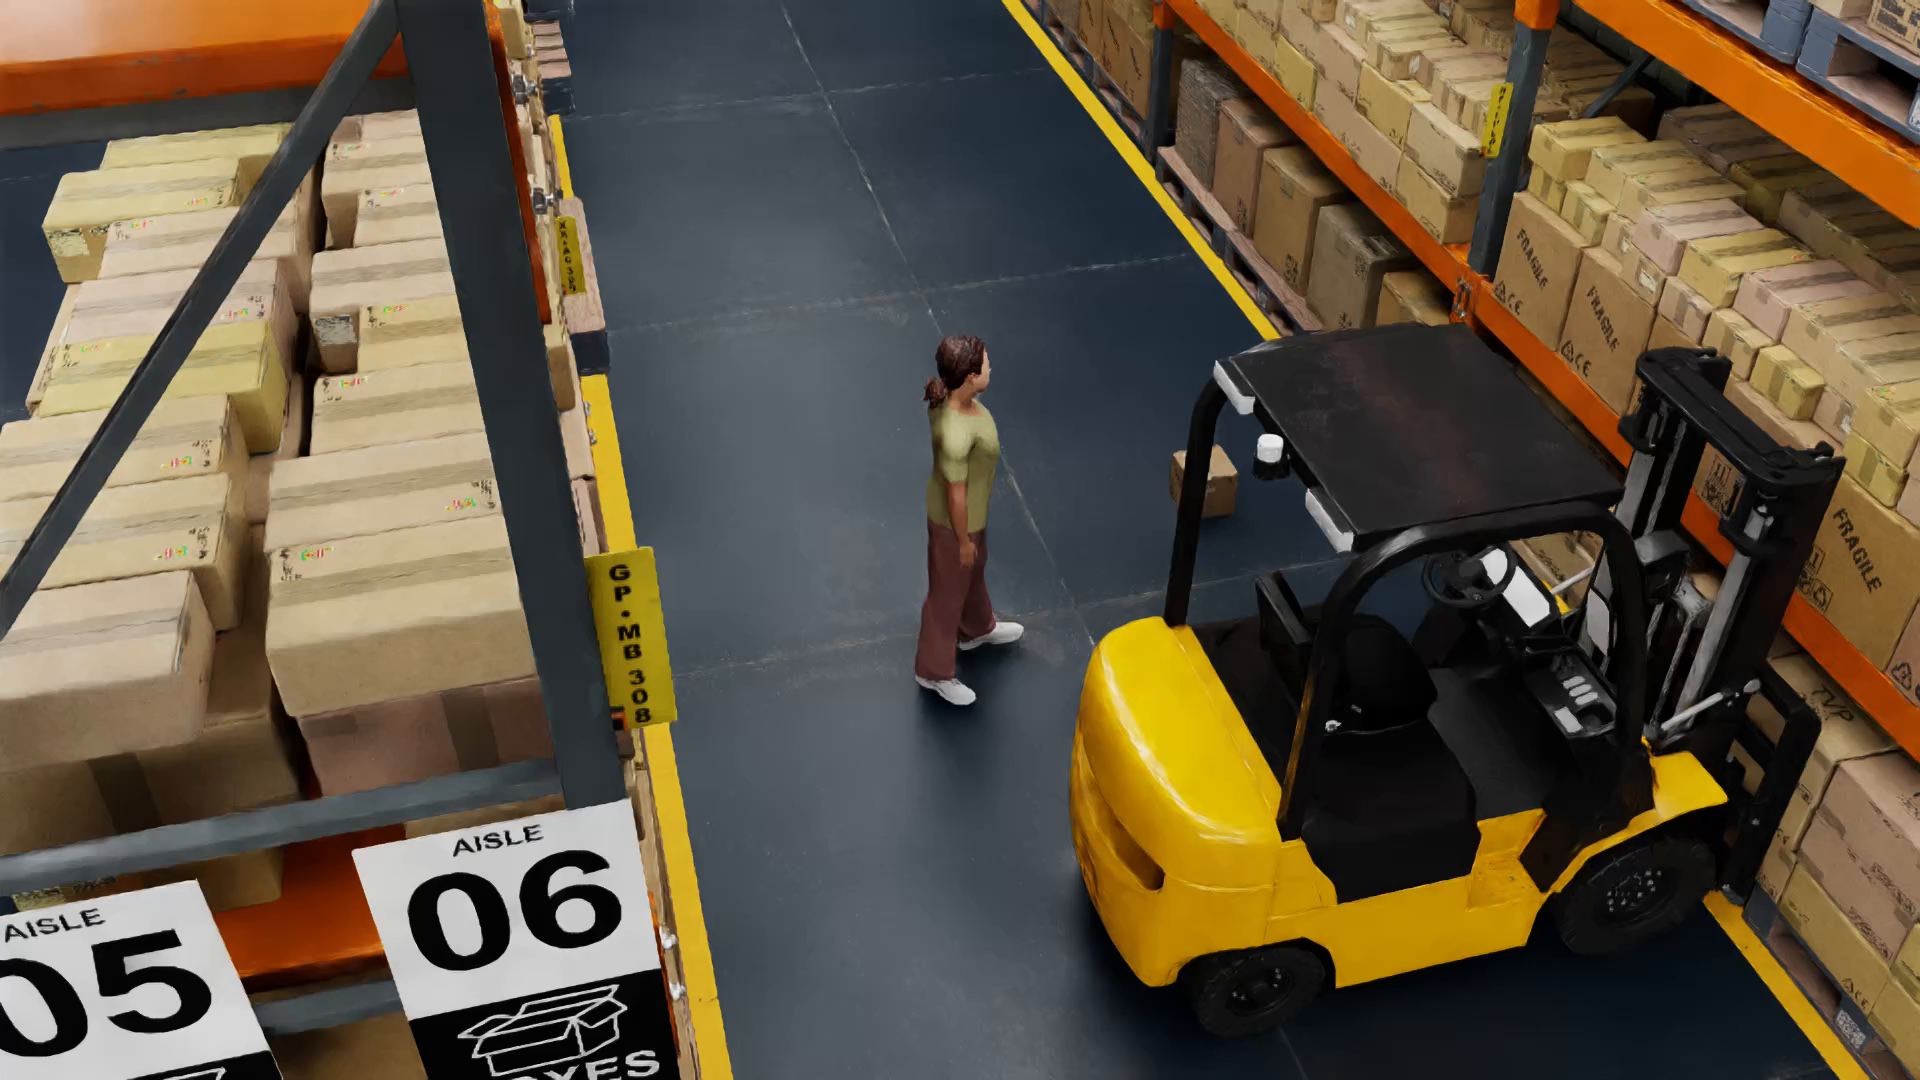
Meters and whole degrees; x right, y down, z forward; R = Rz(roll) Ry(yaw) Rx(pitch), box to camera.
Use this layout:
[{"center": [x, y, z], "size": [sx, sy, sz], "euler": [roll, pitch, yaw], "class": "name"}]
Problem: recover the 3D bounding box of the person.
[{"center": [0.043, -0.108, 6.814], "size": [0.493, 1.670, 0.546], "euler": [-2, 38, -2], "class": "person"}]
